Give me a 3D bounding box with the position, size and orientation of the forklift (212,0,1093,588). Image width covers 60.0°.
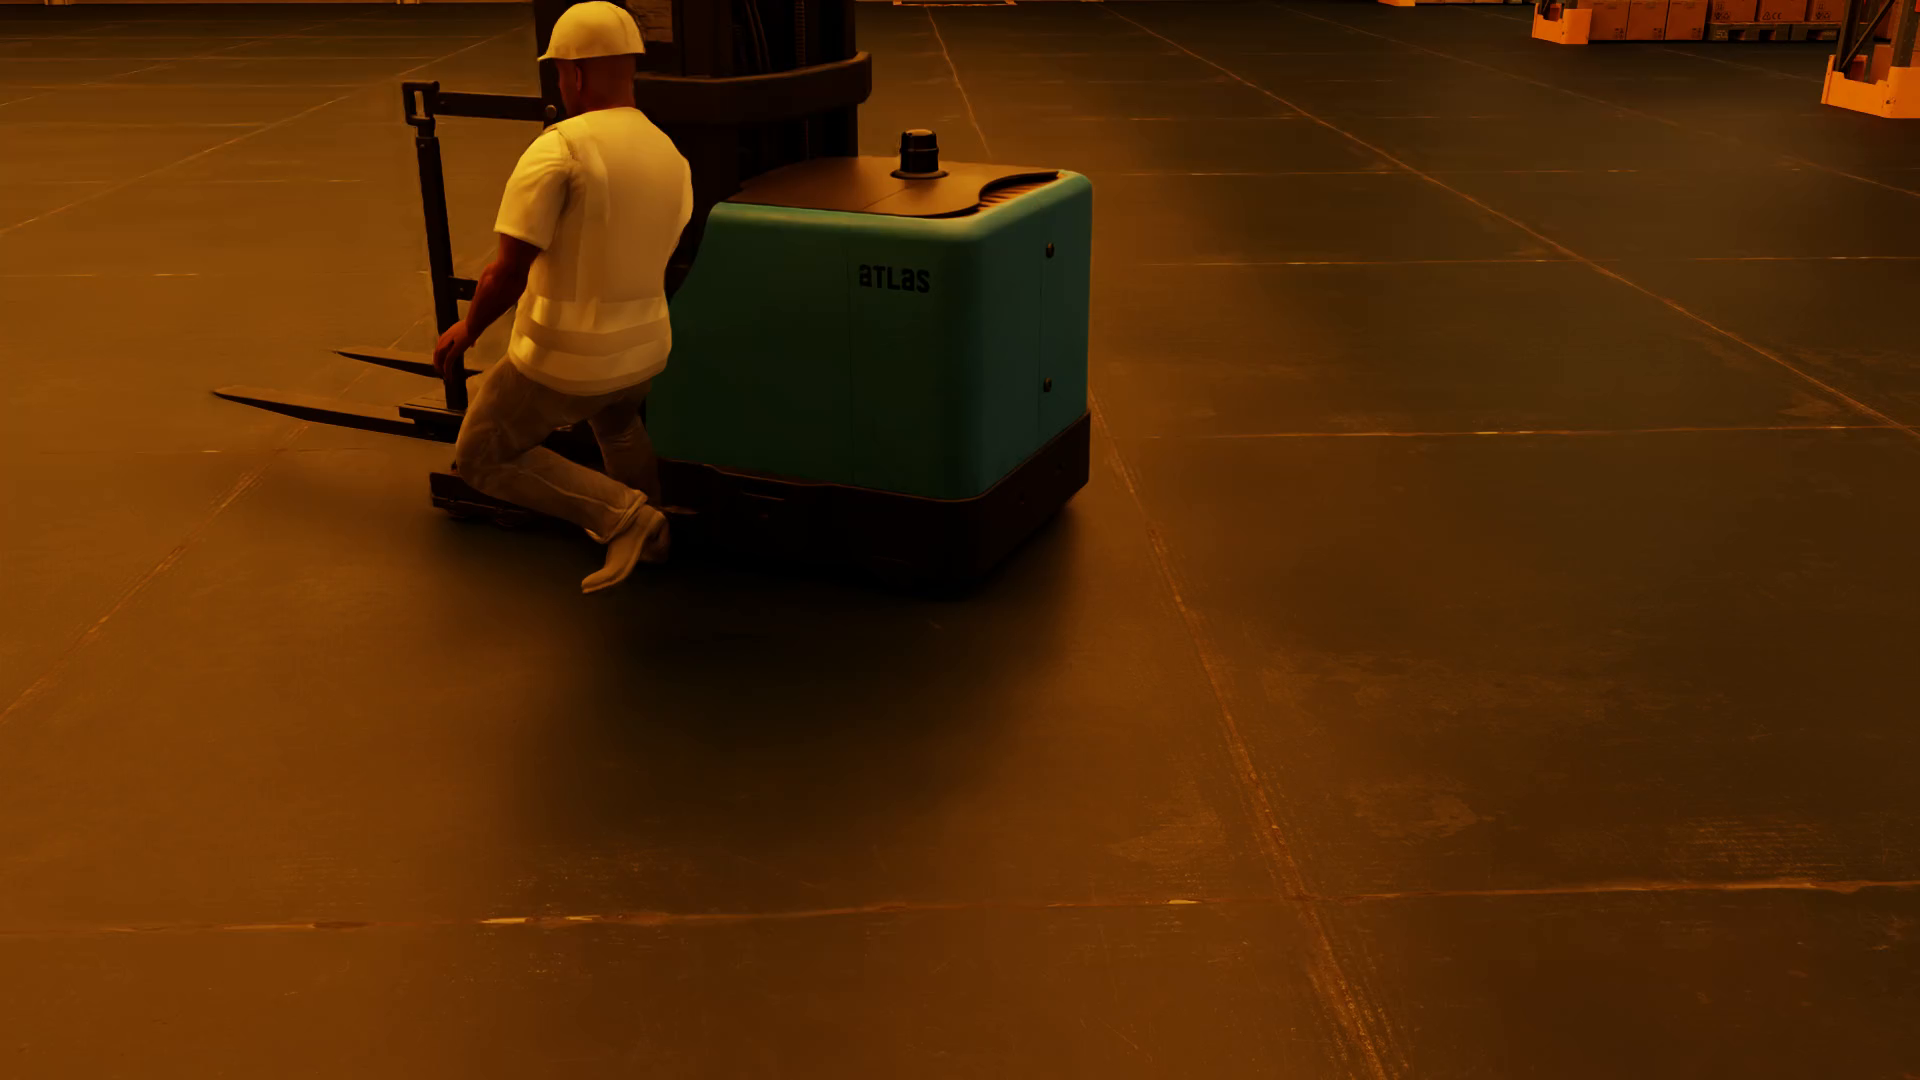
[{"bbox_3d":[-1.138,-1.569,5.157,3.031,2.935,1.130,9,23,22],"label":"forklift"}]

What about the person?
[{"bbox_3d":[-1.022,-0.564,4.352,0.693,1.621,0.804,13,25,31],"label":"person"}]
